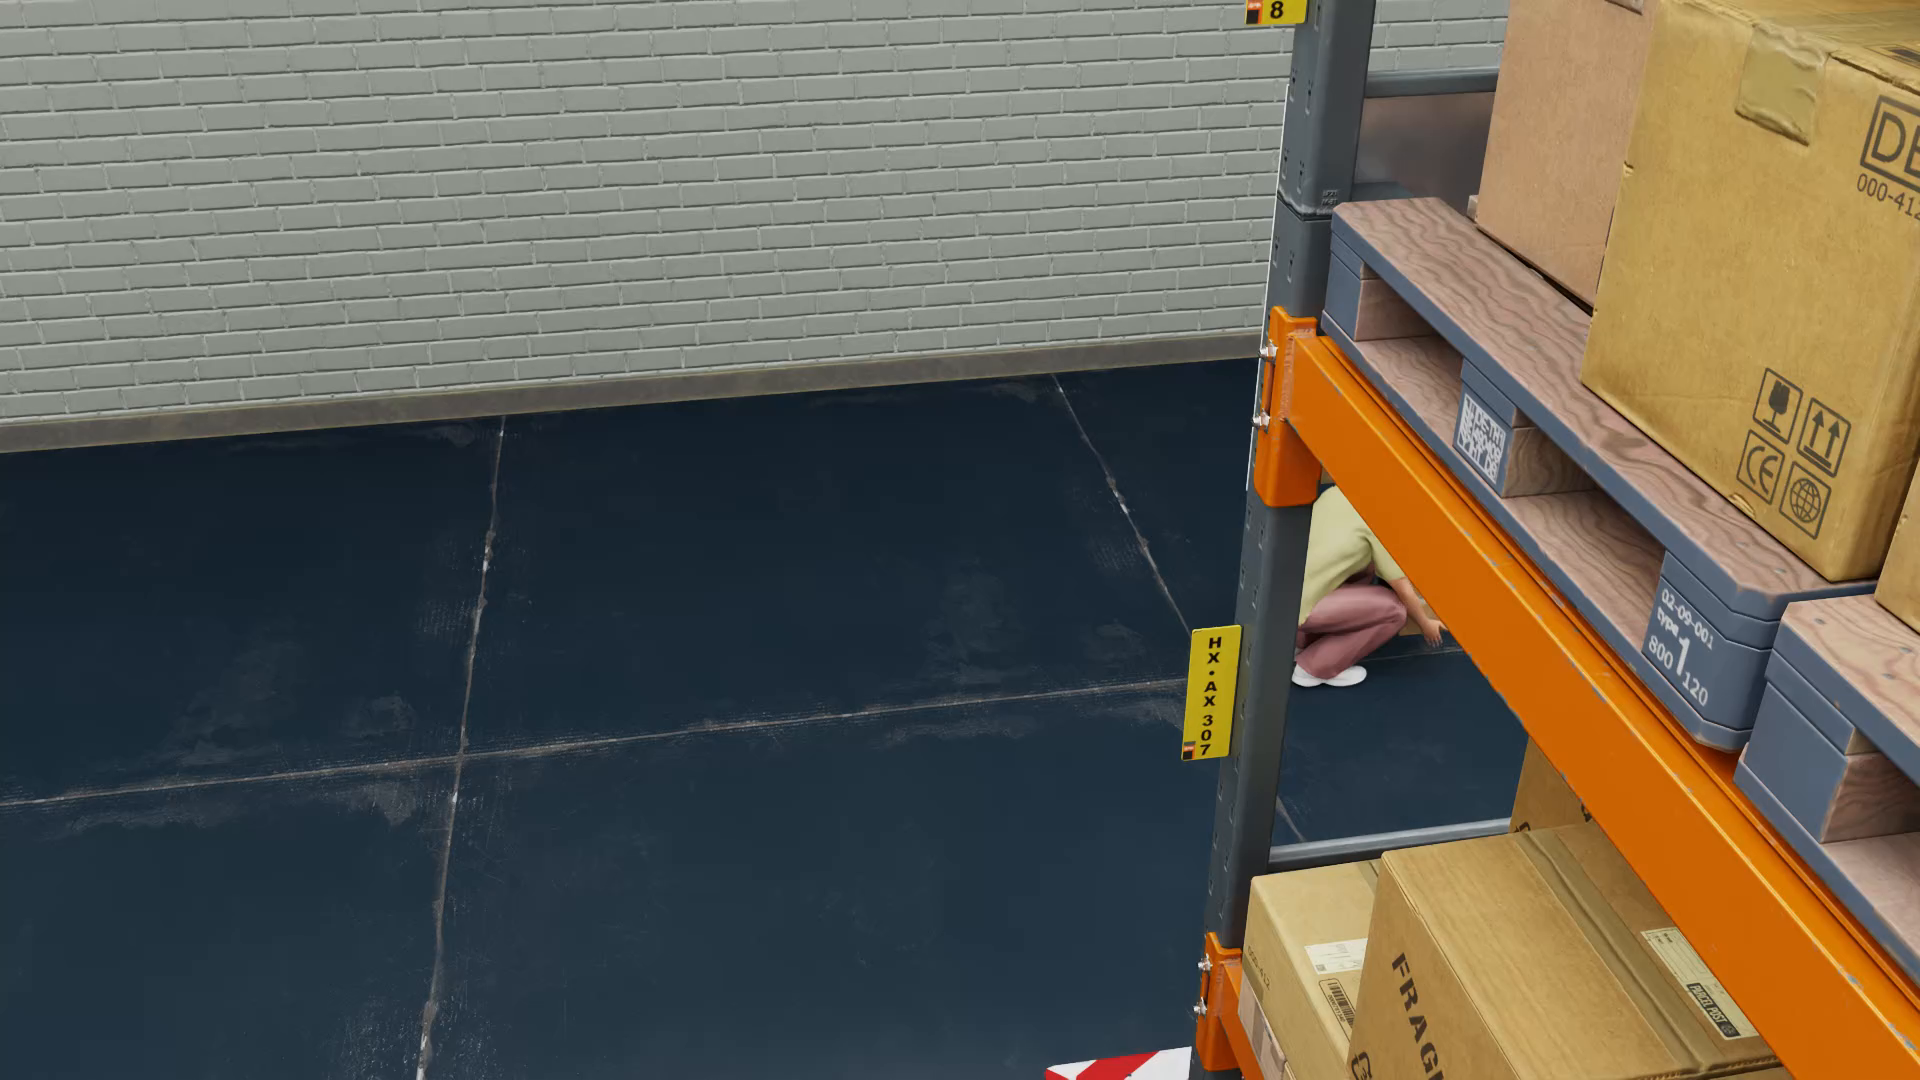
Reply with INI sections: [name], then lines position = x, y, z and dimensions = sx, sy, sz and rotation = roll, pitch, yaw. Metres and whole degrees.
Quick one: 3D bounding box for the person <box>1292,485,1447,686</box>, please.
[person]
position = 1.569, 0.111, 6.673
dimensions = 0.786, 0.943, 0.463
rotation = -6, 31, -9
